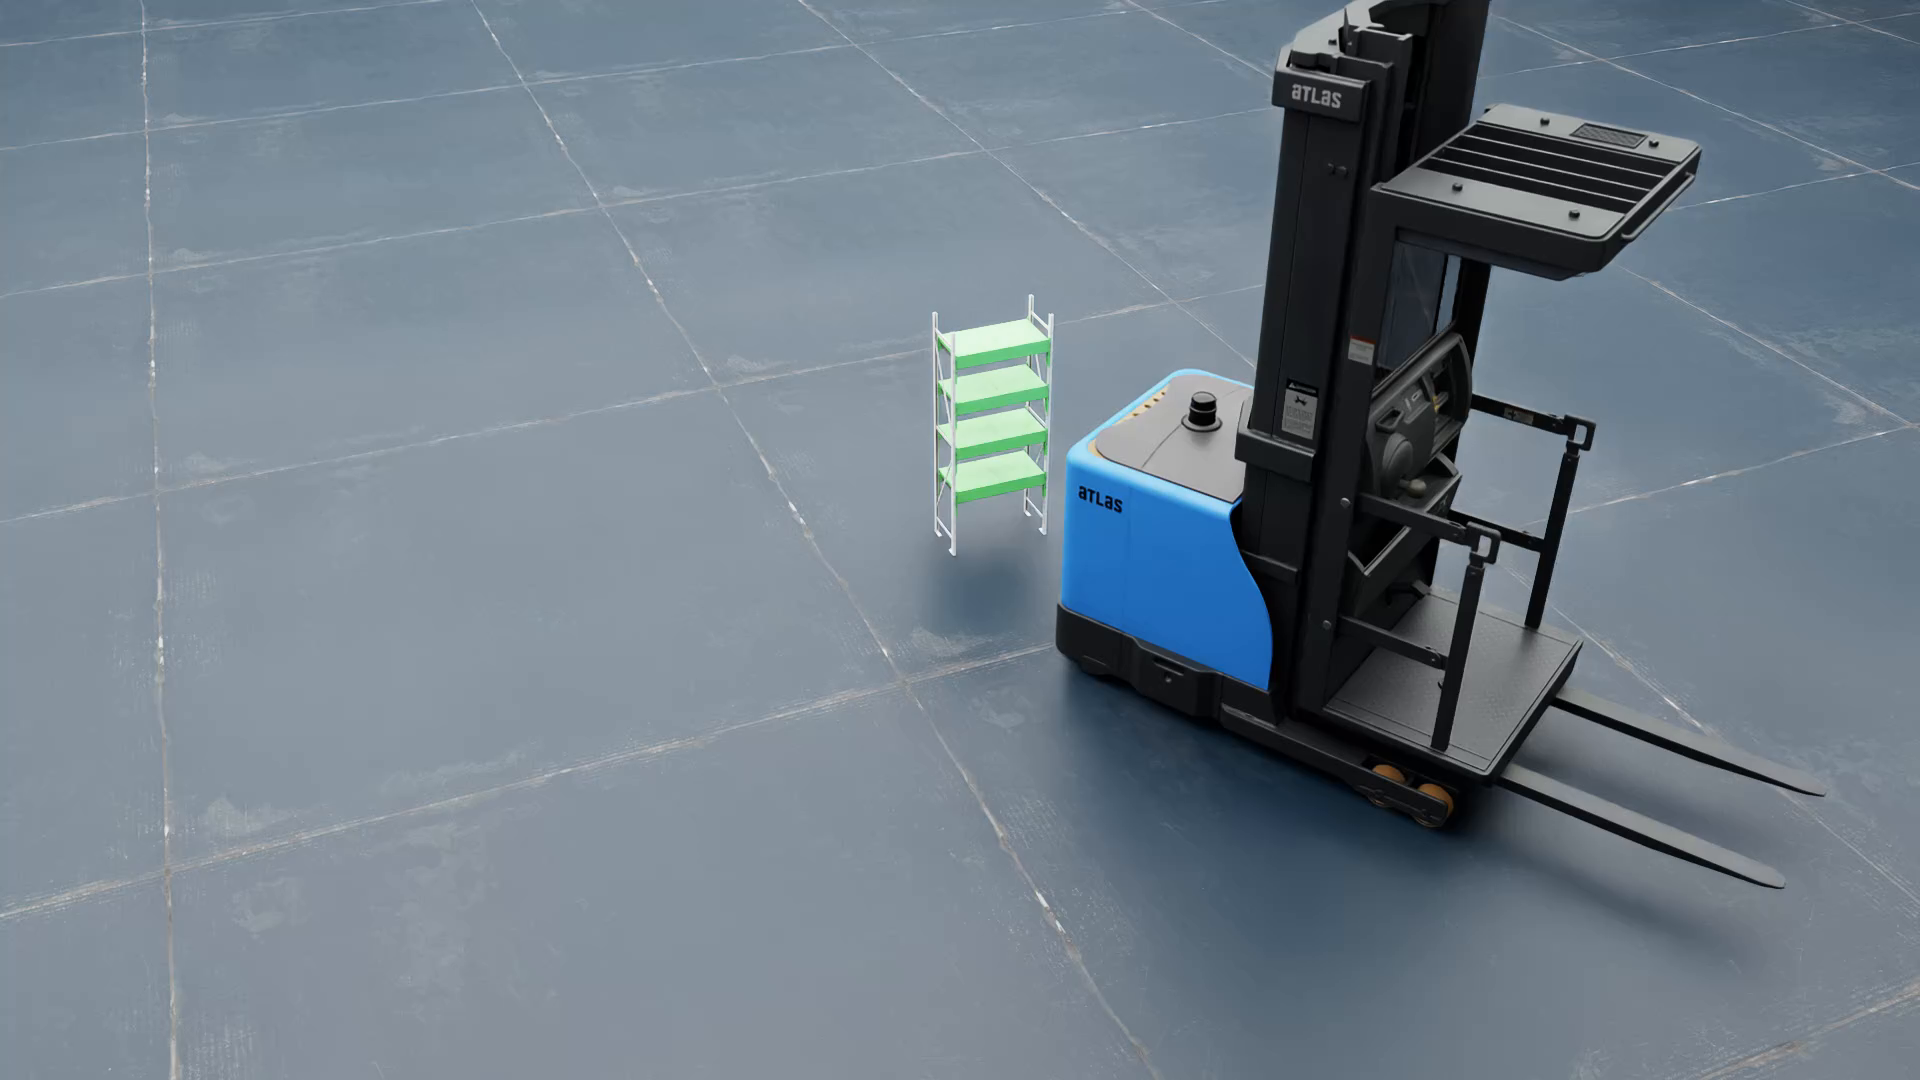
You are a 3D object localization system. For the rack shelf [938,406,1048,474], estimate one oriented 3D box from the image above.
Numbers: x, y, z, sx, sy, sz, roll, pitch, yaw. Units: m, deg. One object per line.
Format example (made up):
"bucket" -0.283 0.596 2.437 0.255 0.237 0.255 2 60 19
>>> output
"rack shelf" 0.153 -0.484 8.011 0.480 0.148 0.258 -13 35 -19

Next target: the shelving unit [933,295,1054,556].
"shelving unit" 0.153 -0.538 7.976 0.503 1.200 0.258 -13 35 -19

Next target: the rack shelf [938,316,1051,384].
"rack shelf" 0.153 -0.887 7.750 0.480 0.148 0.258 -13 35 -19

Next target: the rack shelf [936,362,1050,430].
"rack shelf" 0.153 -0.685 7.880 0.480 0.148 0.258 -13 35 -19

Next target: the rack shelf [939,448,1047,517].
"rack shelf" 0.153 -0.283 8.142 0.480 0.148 0.258 -13 35 -19

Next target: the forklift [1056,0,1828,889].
"forklift" 1.914 -0.434 6.229 3.031 2.935 1.130 22 39 30

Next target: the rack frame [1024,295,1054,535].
"rack frame" 0.378 -0.589 8.056 0.015 1.200 0.240 -13 35 -19

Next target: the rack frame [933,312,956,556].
"rack frame" -0.072 -0.486 7.897 0.015 1.200 0.240 -13 35 -19
